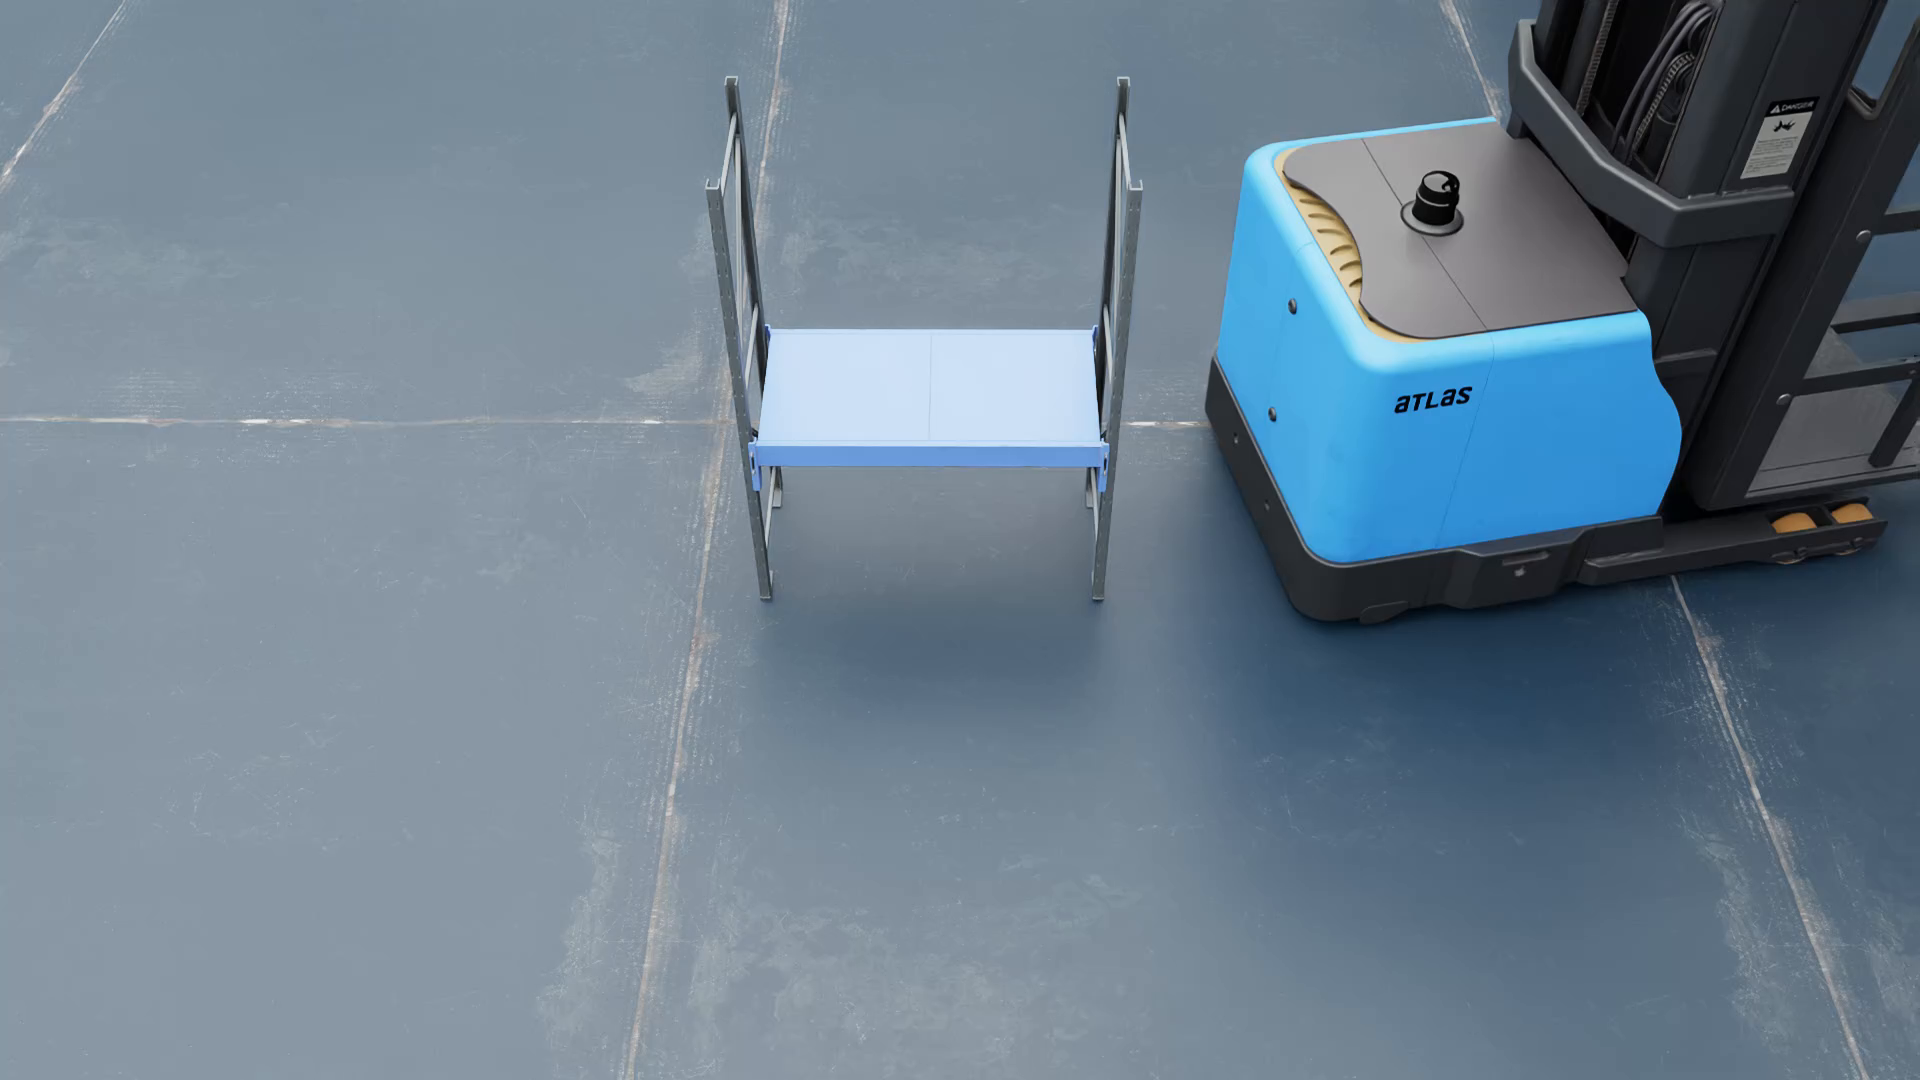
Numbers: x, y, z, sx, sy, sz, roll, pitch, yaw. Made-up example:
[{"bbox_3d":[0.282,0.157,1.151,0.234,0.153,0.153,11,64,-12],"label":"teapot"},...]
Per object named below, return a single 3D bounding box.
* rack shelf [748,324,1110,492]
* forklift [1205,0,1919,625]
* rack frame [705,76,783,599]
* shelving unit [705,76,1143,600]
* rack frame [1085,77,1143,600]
[{"bbox_3d":[-0.085,-0.389,4.833,1.000,0.185,0.538,0,47,0],"label":"rack shelf"},{"bbox_3d":[2.388,-1.296,4.454,3.031,2.935,1.130,-9,48,-8],"label":"forklift"},{"bbox_3d":[-0.594,-0.513,4.703,0.032,1.500,0.500,0,47,0],"label":"rack frame"},{"bbox_3d":[-0.085,-0.511,4.701,1.048,1.500,0.538,0,47,0],"label":"shelving unit"},{"bbox_3d":[0.423,-0.510,4.700,0.032,1.500,0.500,0,47,0],"label":"rack frame"}]
